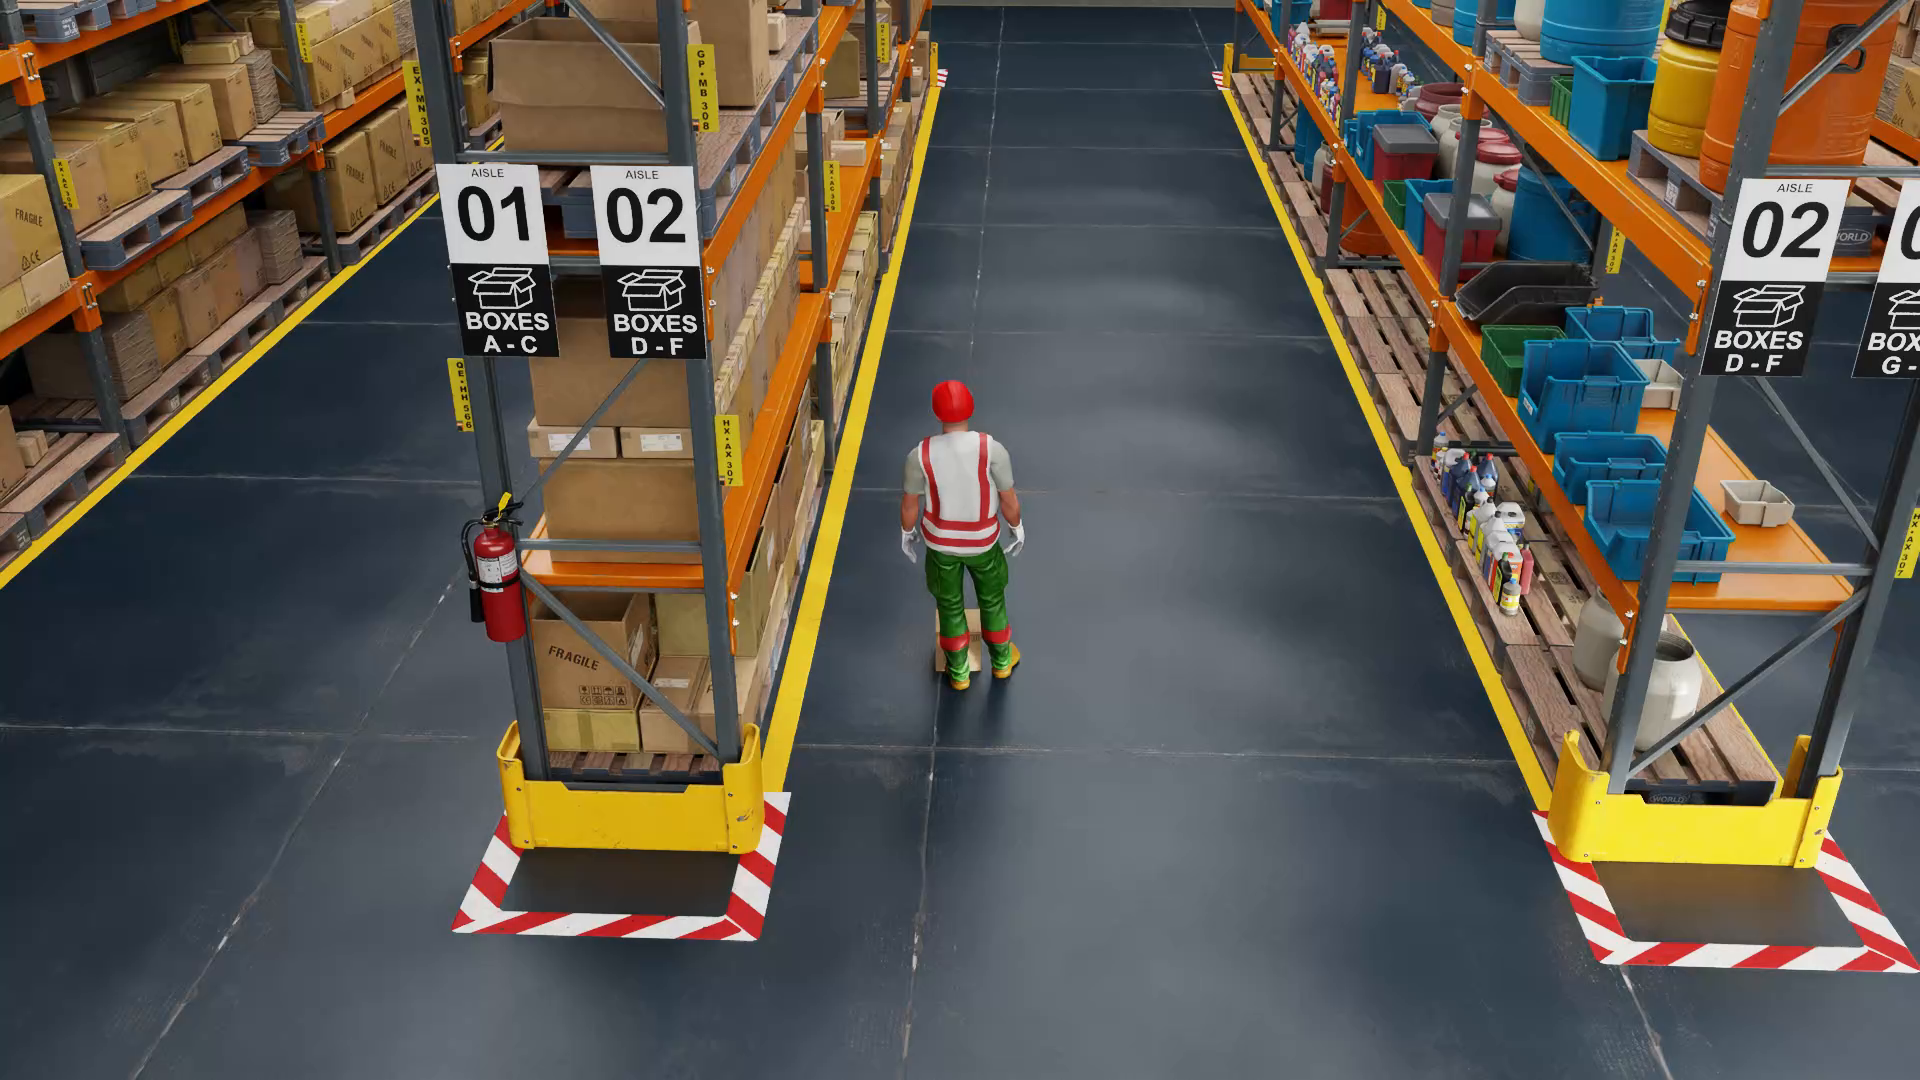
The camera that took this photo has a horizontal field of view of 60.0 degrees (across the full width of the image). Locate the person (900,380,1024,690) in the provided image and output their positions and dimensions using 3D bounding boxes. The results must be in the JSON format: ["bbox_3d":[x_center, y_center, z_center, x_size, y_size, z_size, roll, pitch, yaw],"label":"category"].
[{"bbox_3d":[0.017,-0.046,8.661,0.637,1.790,0.562,1,28,2],"label":"person"}]
